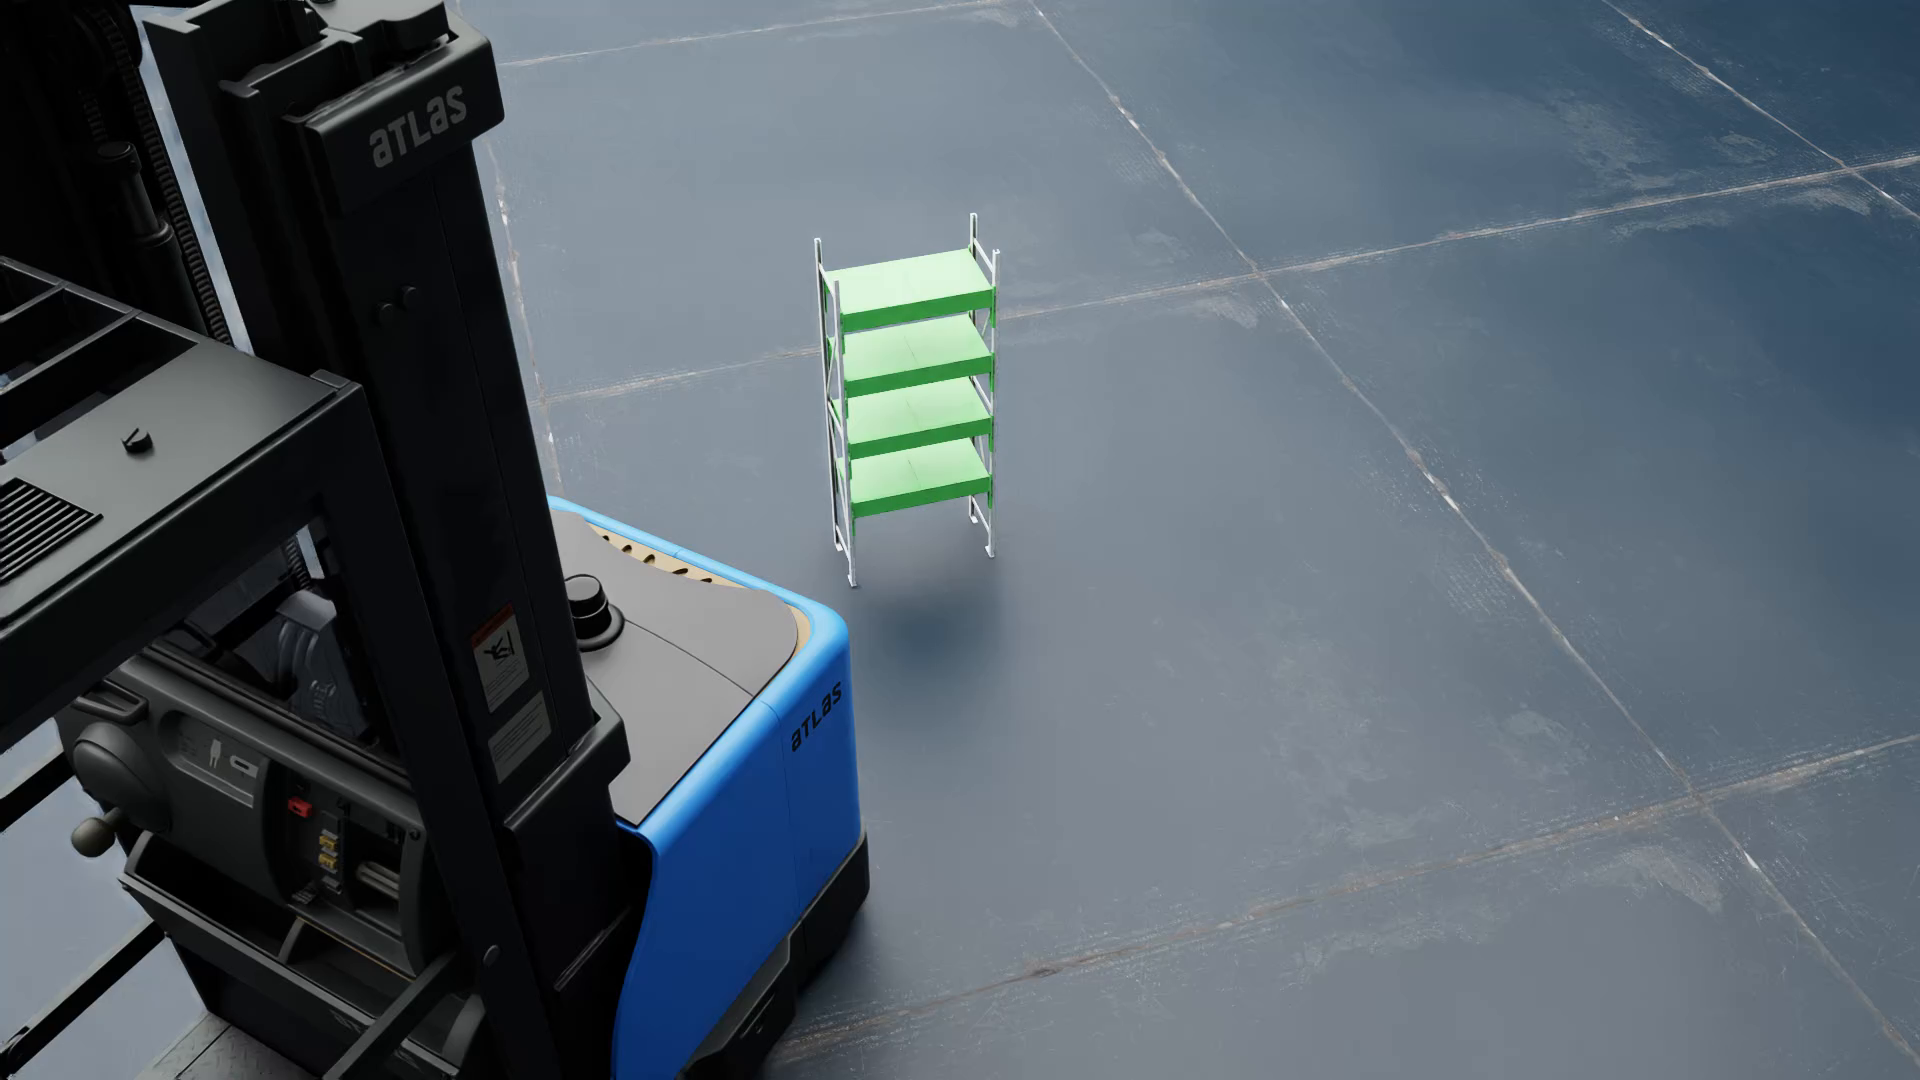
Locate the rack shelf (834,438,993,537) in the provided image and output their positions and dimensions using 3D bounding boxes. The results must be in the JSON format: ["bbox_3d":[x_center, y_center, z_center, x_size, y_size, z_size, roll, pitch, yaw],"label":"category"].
[{"bbox_3d":[-0.158,-0.190,5.518,0.480,0.148,0.258,-12,42,-13],"label":"rack shelf"}]

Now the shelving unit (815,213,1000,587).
[{"bbox_3d":[-0.158,-0.419,5.318,0.503,1.200,0.258,-12,42,-13],"label":"shelving unit"}]

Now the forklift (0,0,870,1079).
[{"bbox_3d":[-1.414,0.566,2.874,1.130,2.935,3.031,21,45,22],"label":"forklift"}]

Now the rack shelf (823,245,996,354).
[{"bbox_3d":[-0.158,-0.733,5.044,0.480,0.148,0.258,-12,42,-13],"label":"rack shelf"}]

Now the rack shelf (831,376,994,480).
[{"bbox_3d":[-0.158,-0.371,5.360,0.480,0.148,0.258,-12,42,-13],"label":"rack shelf"}]

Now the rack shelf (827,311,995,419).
[{"bbox_3d":[-0.158,-0.552,5.202,0.480,0.148,0.258,-12,42,-13],"label":"rack shelf"}]

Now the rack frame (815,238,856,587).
[{"bbox_3d":[-0.391,-0.371,5.263,0.015,1.200,0.240,-12,42,-13],"label":"rack frame"}]

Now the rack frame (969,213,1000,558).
[{"bbox_3d":[0.075,-0.467,5.373,0.015,1.200,0.240,-12,42,-13],"label":"rack frame"}]
